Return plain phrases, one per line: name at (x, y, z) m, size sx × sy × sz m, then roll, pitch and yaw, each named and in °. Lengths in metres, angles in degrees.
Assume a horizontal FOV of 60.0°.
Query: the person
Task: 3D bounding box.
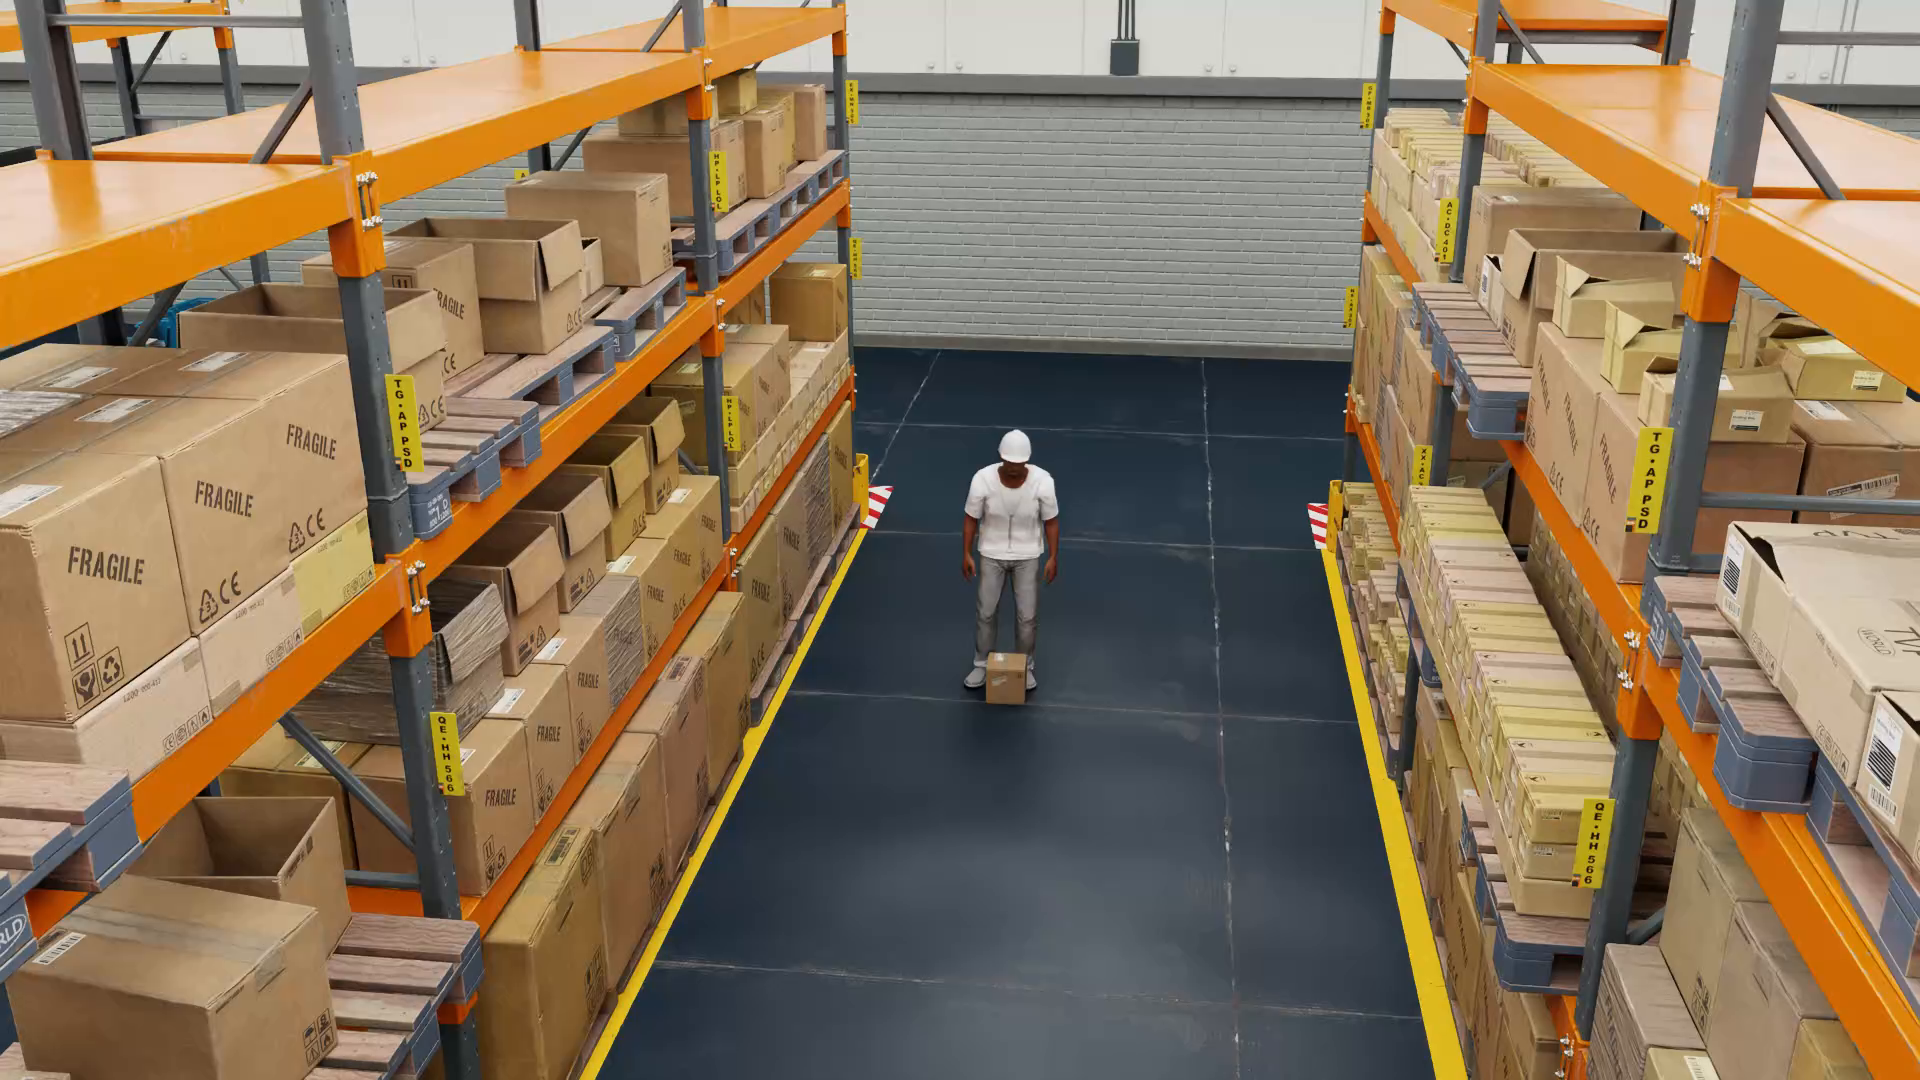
person at (0.323, 0.117, 10.756) m, size 0.628 × 1.759 × 0.461 m, roll 1°, pitch 21°, yaw 4°
